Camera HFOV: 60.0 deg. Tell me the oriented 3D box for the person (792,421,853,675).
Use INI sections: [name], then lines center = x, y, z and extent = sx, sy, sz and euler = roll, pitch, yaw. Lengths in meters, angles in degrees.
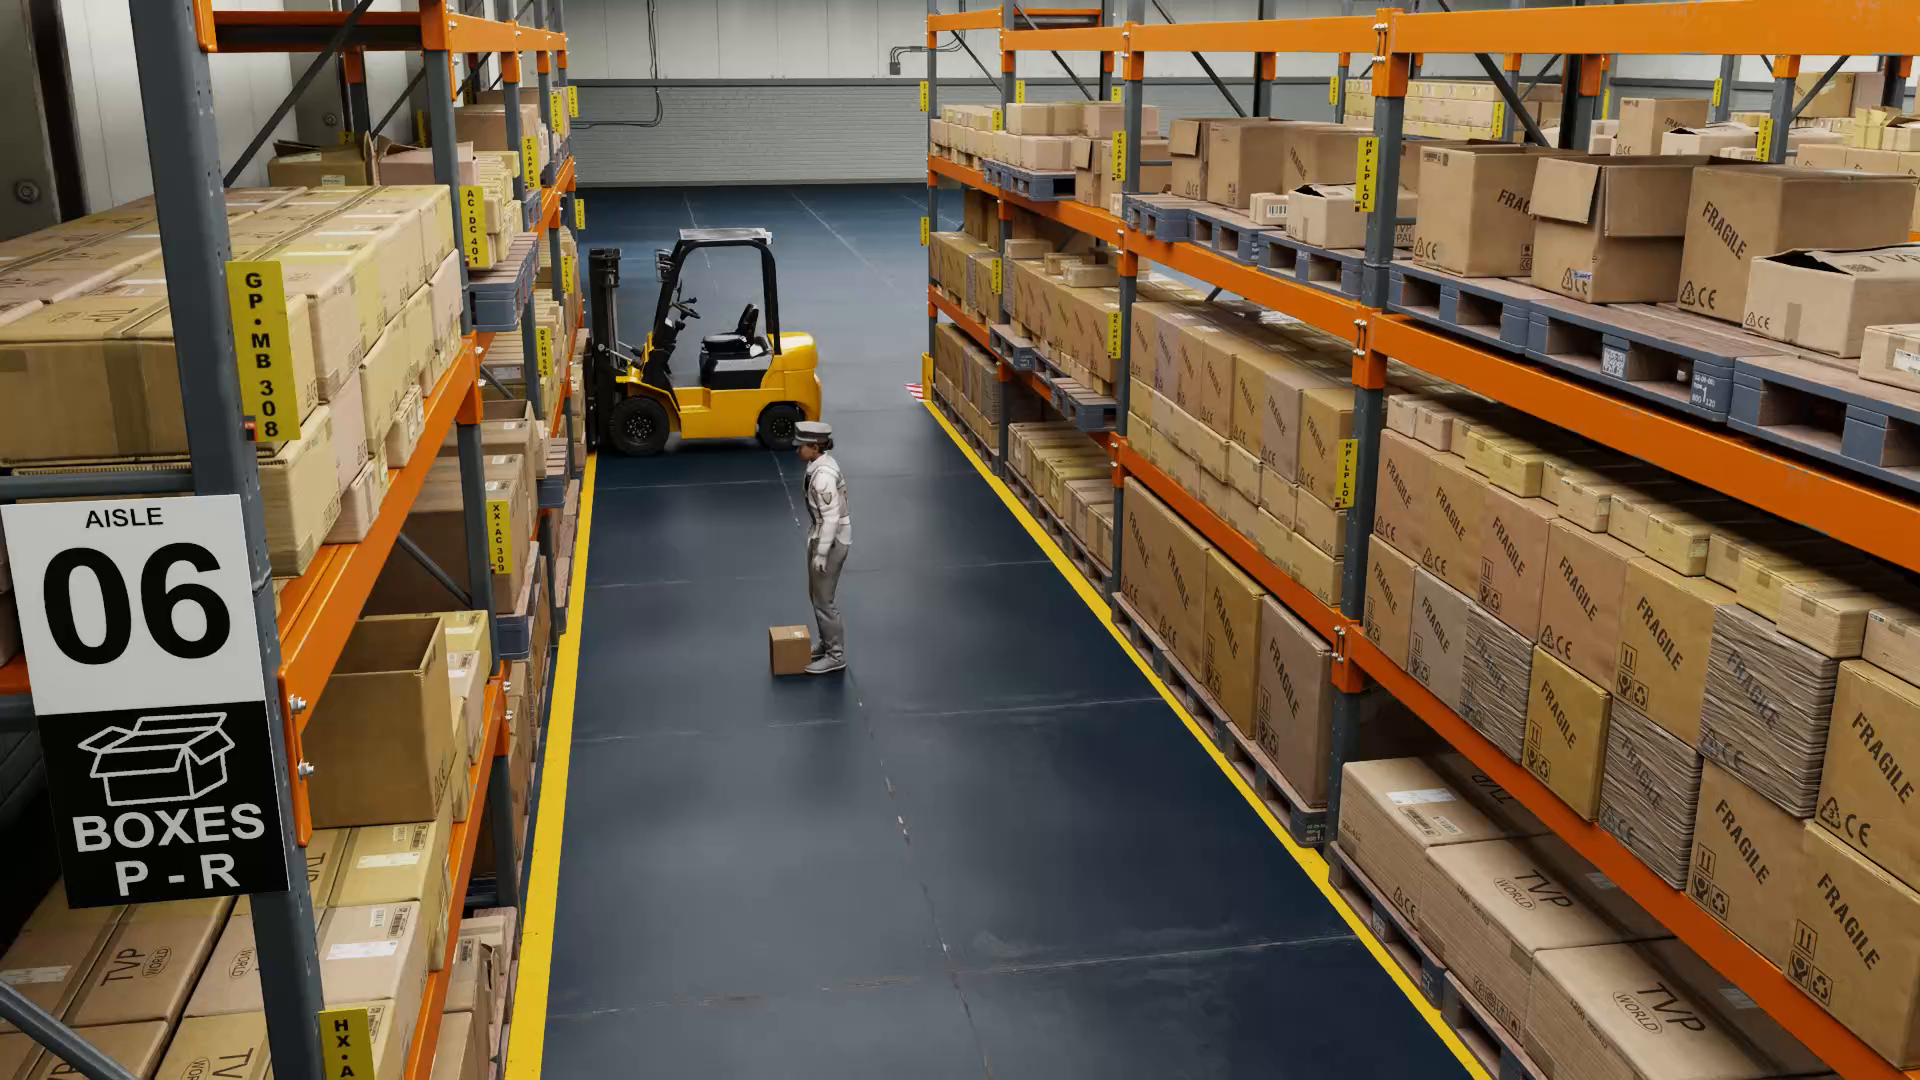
[person]
center = -0.895, 0.038, 10.902
extent = 0.371, 1.664, 0.529
euler = -3, 17, -10
